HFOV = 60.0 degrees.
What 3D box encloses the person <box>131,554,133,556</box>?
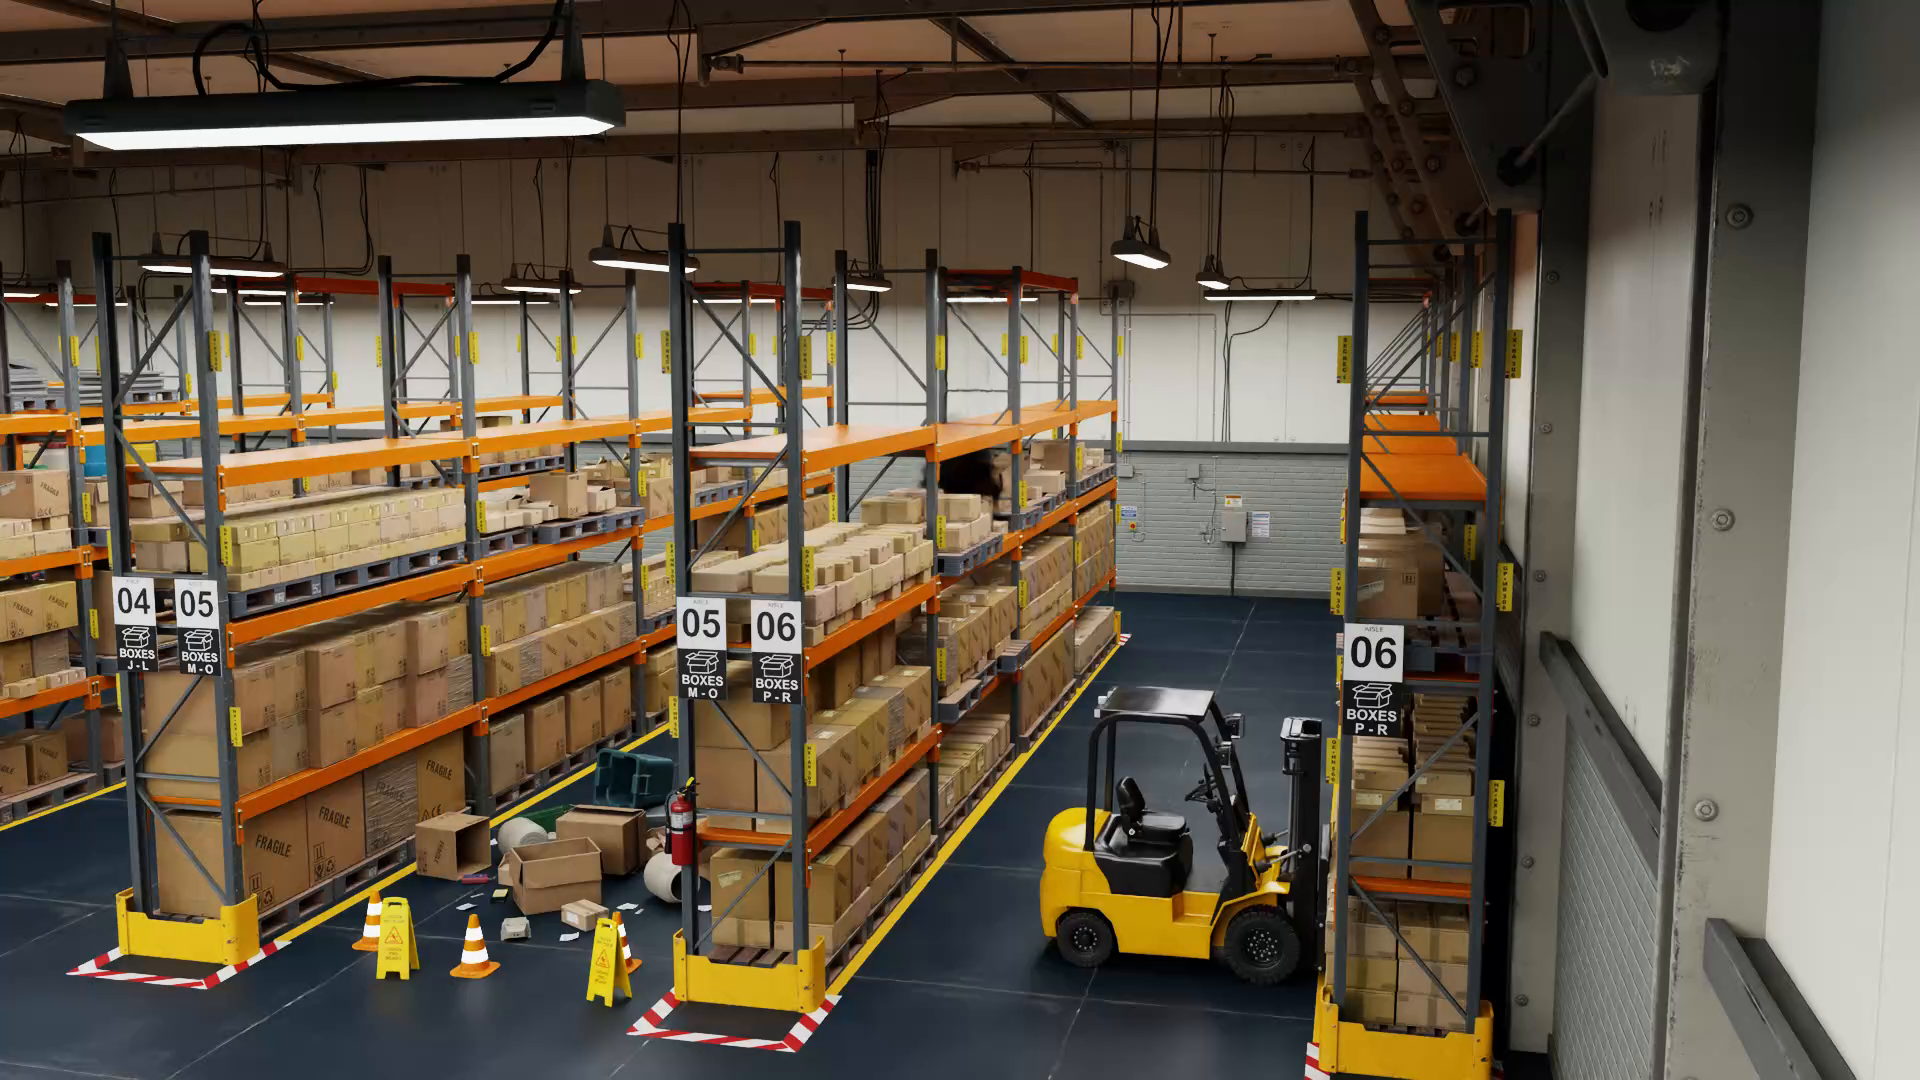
[{"bbox_3d":[-15.577,0.550,31.155,0.589,1.675,0.852,1,7,8],"label":"person"}]
